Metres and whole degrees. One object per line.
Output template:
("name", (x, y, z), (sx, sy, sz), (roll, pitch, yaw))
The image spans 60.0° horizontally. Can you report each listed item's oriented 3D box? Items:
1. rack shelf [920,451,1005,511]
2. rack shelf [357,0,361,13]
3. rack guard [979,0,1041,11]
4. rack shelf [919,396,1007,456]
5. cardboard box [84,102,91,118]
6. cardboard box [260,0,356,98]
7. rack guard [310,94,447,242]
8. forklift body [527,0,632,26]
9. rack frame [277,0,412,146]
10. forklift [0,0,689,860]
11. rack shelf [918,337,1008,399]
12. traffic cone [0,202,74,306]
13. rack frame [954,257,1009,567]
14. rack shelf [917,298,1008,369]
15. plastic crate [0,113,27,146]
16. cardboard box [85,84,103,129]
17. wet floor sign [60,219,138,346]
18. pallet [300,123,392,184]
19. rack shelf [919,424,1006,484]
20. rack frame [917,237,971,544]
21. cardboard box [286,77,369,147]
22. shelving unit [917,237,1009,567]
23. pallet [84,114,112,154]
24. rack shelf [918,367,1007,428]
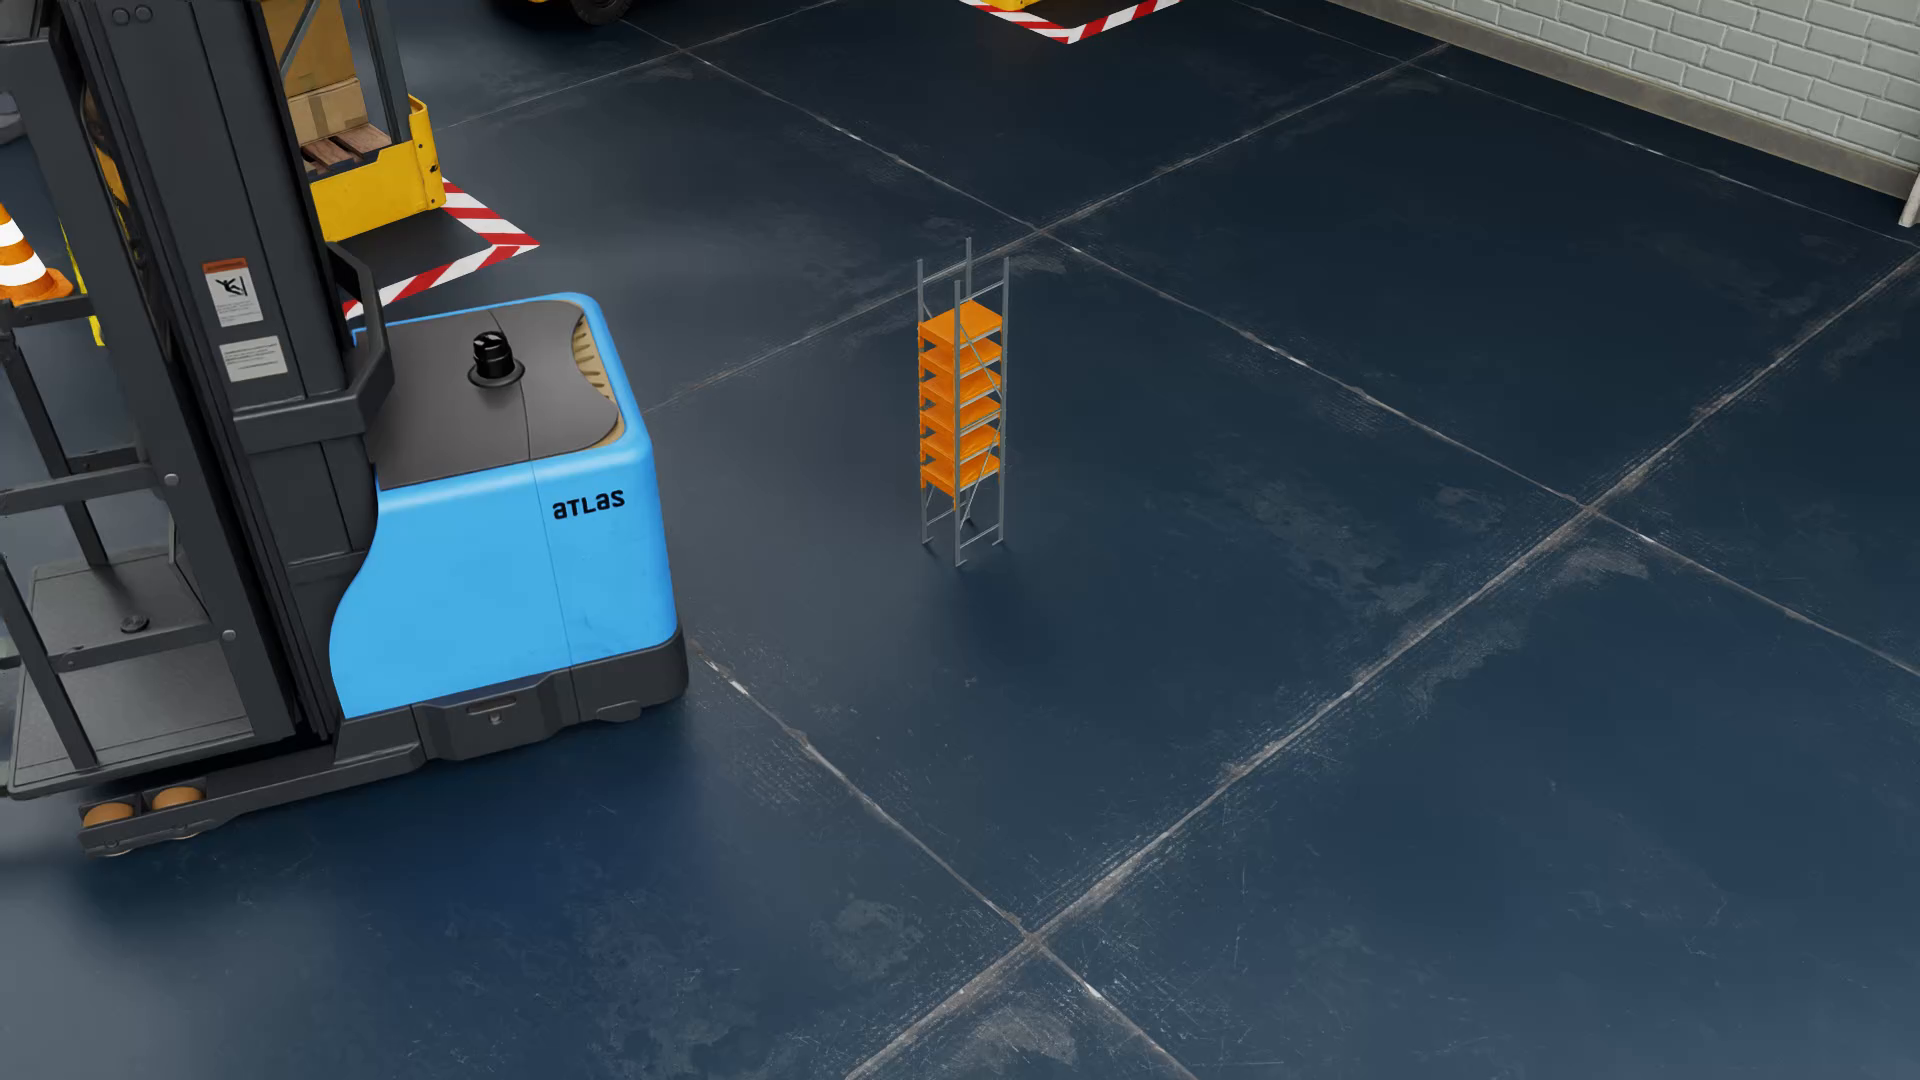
("rack shelf", (0.010, -0.239, 6.043), (0.258, 0.103, 0.180), (-30, 48, -32))
("rack shelf", (-4.401, -3.303, 8.525), (1.077, 0.370, 4.000), (-30, 48, -32))
("rack guard", (0.622, -3.785, 10.538), (1.175, 0.500, 0.348), (-30, 48, -32))
("rack shelf", (0.010, -0.426, 5.893), (0.258, 0.103, 0.180), (-30, 48, -32))
("cardboard box", (-4.495, -2.494, 8.804), (0.500, 0.250, 0.500), (-32, 49, -33))
("cardboard box", (-3.406, -2.544, 8.270), (0.500, 0.500, 0.500), (-32, 49, -33))
("rack guard", (-3.099, -1.720, 7.982), (1.175, 0.500, 0.348), (-30, 48, -32))
("forklift body", (-2.021, -4.540, 10.160), (2.313, 2.155, 1.214), (-30, 48, -32))
("rack frame", (-3.048, -2.657, 7.153), (1.000, 3.000, 0.127), (-30, 48, -32))
("forklift", (-2.478, -0.555, 4.604), (3.031, 2.935, 1.130), (-13, 41, -16))
("rack shelf", (0.010, -0.612, 5.742), (0.258, 0.103, 0.180), (-30, 48, -32))
("traffic cone", (-4.289, -1.321, 7.517), (0.336, 0.463, 0.334), (-30, 48, -32))
("rack frame", (0.072, -0.418, 5.812), (0.240, 1.200, 0.006), (-30, 48, -32))
("rack shelf", (0.010, -0.706, 5.666), (0.258, 0.103, 0.180), (-30, 48, -32))
("plastic crate", (-5.295, -2.298, 9.031), (0.583, 0.080, 0.402), (18, 42, 21))
("cardboard box", (-4.137, -2.254, 8.507), (0.500, 0.250, 0.500), (-30, 48, -32))
("wet floor sign", (-3.708, -1.199, 7.221), (0.267, 0.644, 0.232), (-15, 41, -17))
("pallet", (-3.623, -1.999, 8.557), (1.003, 0.211, 1.213), (-30, 48, -32))
("rack shelf", (0.010, -0.332, 5.968), (0.258, 0.103, 0.180), (-30, 48, -32))
("rack frame", (-0.052, -0.502, 5.917), (0.240, 1.200, 0.006), (-30, 48, -32))
("cardboard box", (-3.390, -2.242, 8.492), (0.500, 0.250, 0.500), (-30, 48, -32))
("shelving unit", (0.010, -0.460, 5.865), (0.258, 1.200, 0.189), (-30, 48, -32))
("pallet", (-4.444, -2.563, 9.255), (1.003, 0.211, 1.213), (-30, 48, -32))
("rack shelf", (0.010, -0.519, 5.817), (0.258, 0.103, 0.180), (-30, 48, -32))
